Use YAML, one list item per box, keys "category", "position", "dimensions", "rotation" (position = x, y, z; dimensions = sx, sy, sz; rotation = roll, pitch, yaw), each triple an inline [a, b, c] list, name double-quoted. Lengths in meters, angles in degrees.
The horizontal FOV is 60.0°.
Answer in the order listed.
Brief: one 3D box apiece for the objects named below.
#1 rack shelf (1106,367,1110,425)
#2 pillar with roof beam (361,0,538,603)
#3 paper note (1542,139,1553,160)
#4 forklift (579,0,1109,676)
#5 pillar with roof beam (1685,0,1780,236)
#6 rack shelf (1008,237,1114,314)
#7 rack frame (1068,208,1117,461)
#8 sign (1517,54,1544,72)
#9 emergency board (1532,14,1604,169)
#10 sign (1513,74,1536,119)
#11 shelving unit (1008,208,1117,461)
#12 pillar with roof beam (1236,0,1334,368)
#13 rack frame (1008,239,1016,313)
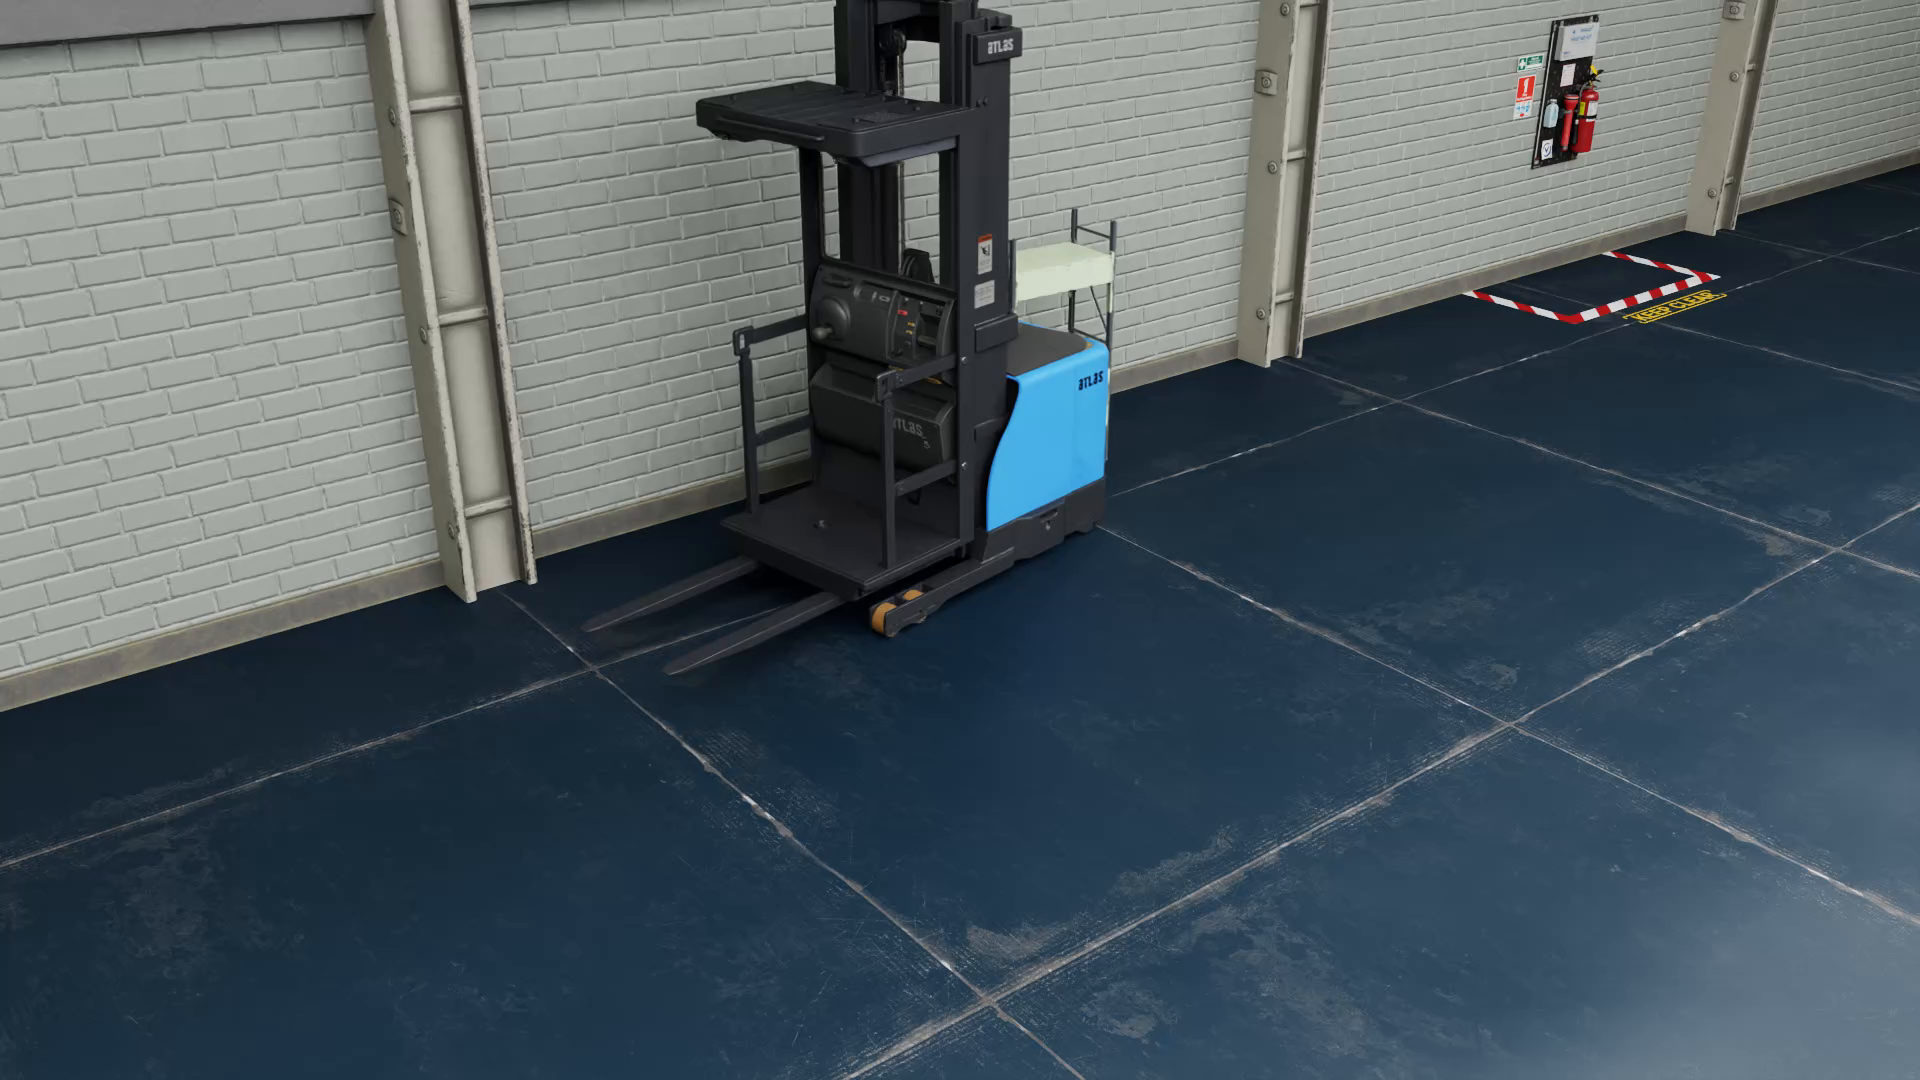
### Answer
- category: "rack shelf"
  position: [0.492, -0.858, 10.092]
  dimensions: [0.720, 0.370, 0.431]
  rotation: [-16, 30, -31]
- category: "pillar with roof beam"
  position: [0.181, -2.433, 3.804]
  dimensions: [0.400, 9.000, 9.100]
  rotation: [-18, 31, -34]
- category: "paper note"
  position: [4.818, -3.204, 13.636]
  dimensions: [0.142, 0.148, 0.016]
  rotation: [-18, 31, -34]
- category: "forklift"
  position: [-0.536, -1.093, 8.123]
  dimensions: [1.130, 2.935, 3.031]
  rotation: [21, 32, 37]
- category: "pillar with roof beam"
  position: [9.624, -5.551, 10.520]
  dimensions: [0.400, 9.000, 9.100]
  rotation: [-18, 31, -34]
- category: "rack shelf"
  position: [0.492, -1.508, 9.790]
  dimensions: [0.720, 0.370, 0.431]
  rotation: [-16, 30, -31]
- category: "rack frame"
  position: [0.792, -1.242, 10.145]
  dimensions: [0.023, 1.500, 0.400]
  rotation: [-16, 30, -31]
- category: "sign"
  position: [4.510, -3.772, 13.142]
  dimensions: [0.331, 0.109, 0.001]
  rotation: [-18, 31, -34]
- category: "emergency board"
  position: [5.000, -3.626, 13.500]
  dimensions: [0.643, 1.169, 0.194]
  rotation: [-18, 31, -34]
- category: "sign"
  position: [4.501, -3.533, 13.257]
  dimensions: [0.234, 0.329, 0.001]
  rotation: [-18, 31, -34]
- category: "shelving unit"
  position: [0.492, -1.154, 9.954]
  dimensions: [0.755, 1.500, 0.431]
  rotation: [-16, 30, -31]
- category: "pillar with roof beam"
  position: [4.903, -3.992, 7.162]
  dimensions: [0.400, 9.000, 9.100]
  rotation: [-18, 31, -34]
- category: "rack frame"
  position: [0.193, -1.065, 9.764]
  dimensions: [0.023, 1.500, 0.400]
  rotation: [-16, 30, -31]
